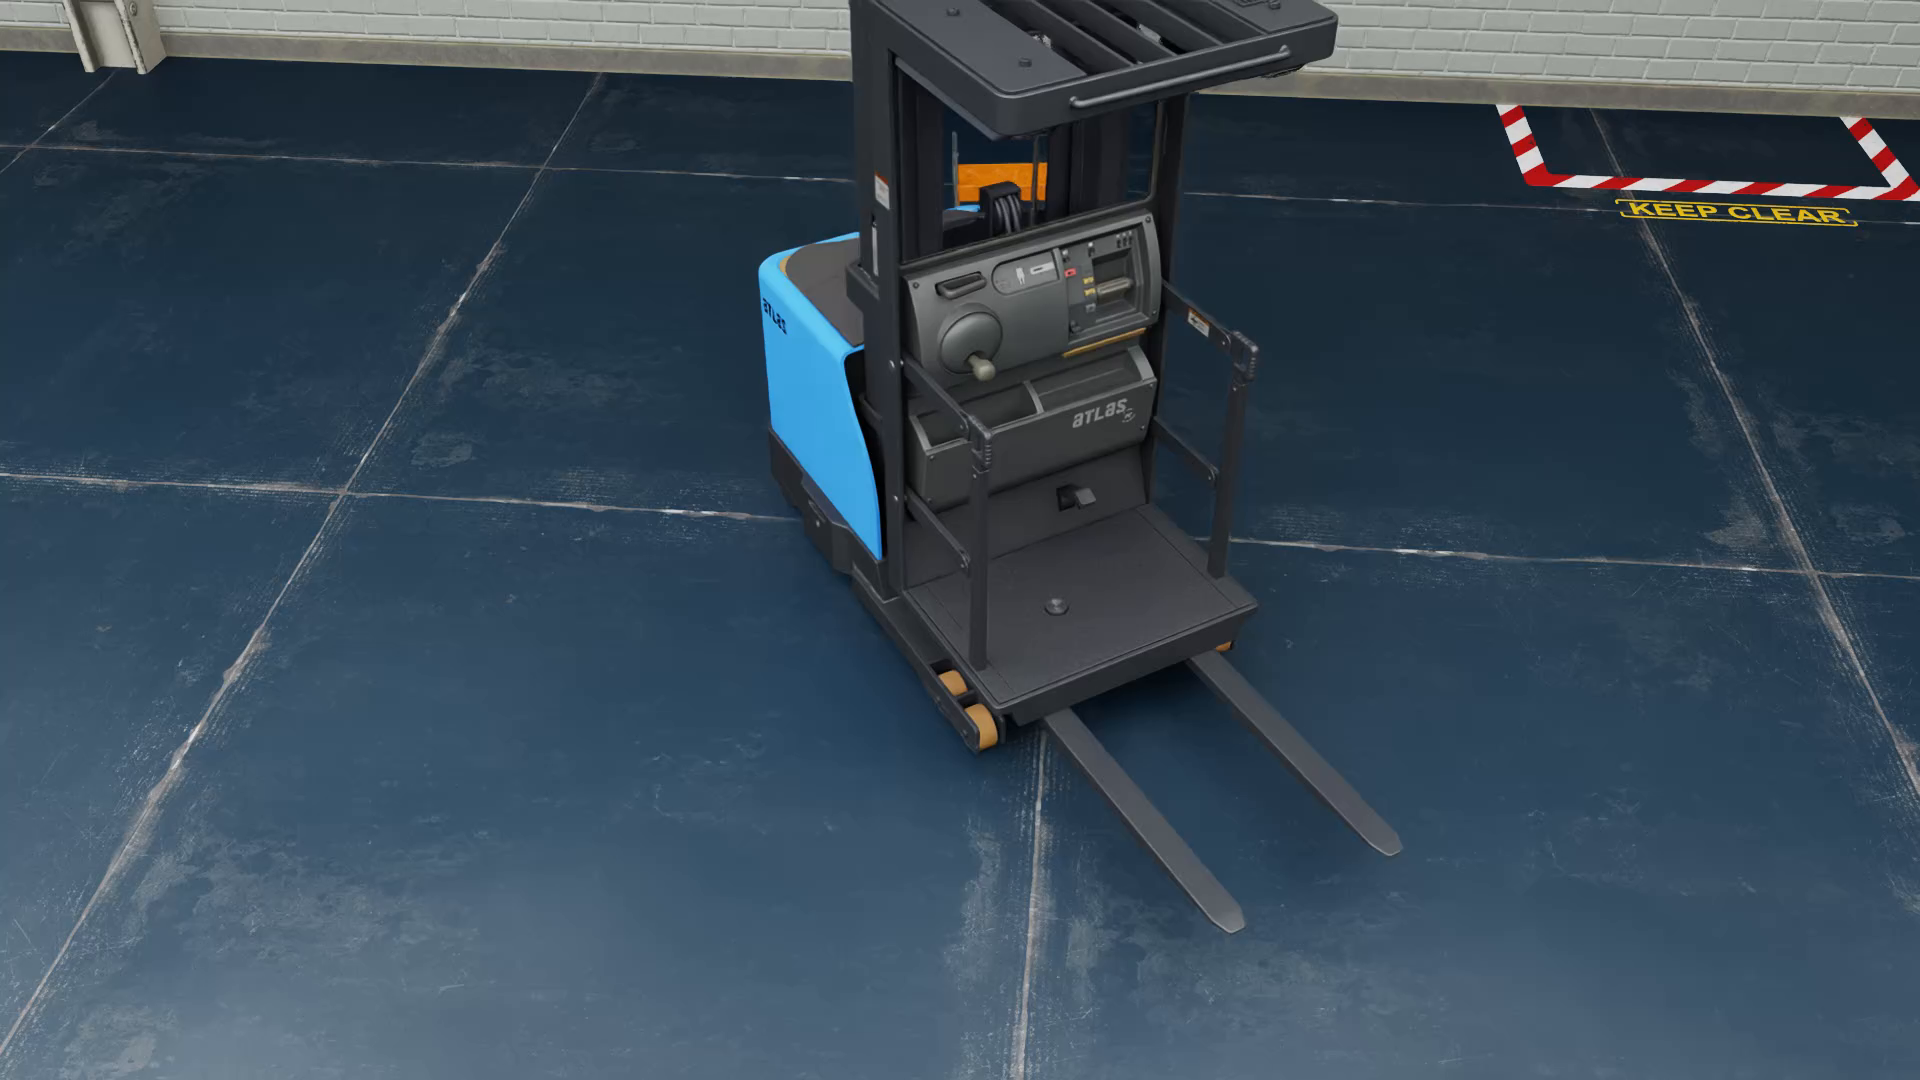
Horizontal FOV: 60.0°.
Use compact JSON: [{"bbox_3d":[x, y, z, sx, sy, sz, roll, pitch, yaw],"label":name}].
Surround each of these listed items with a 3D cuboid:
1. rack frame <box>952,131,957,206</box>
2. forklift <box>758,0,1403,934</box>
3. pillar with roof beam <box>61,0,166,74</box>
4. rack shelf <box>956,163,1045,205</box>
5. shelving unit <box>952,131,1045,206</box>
[{"bbox_3d":[-0.022,-1.147,7.195,0.015,1.200,0.240,-1,35,-1],"label":"rack frame"},{"bbox_3d":[0.363,-0.727,5.321,1.130,2.935,3.031,-19,43,-22],"label":"forklift"},{"bbox_3d":[-5.593,-3.775,4.260,0.400,9.000,9.100,3,39,4],"label":"pillar with roof beam"},{"bbox_3d":[0.222,-1.474,6.976,0.480,0.148,0.258,-1,35,-1],"label":"rack shelf"},{"bbox_3d":[0.222,-1.152,7.200,0.503,1.200,0.258,-1,35,-1],"label":"shelving unit"}]
